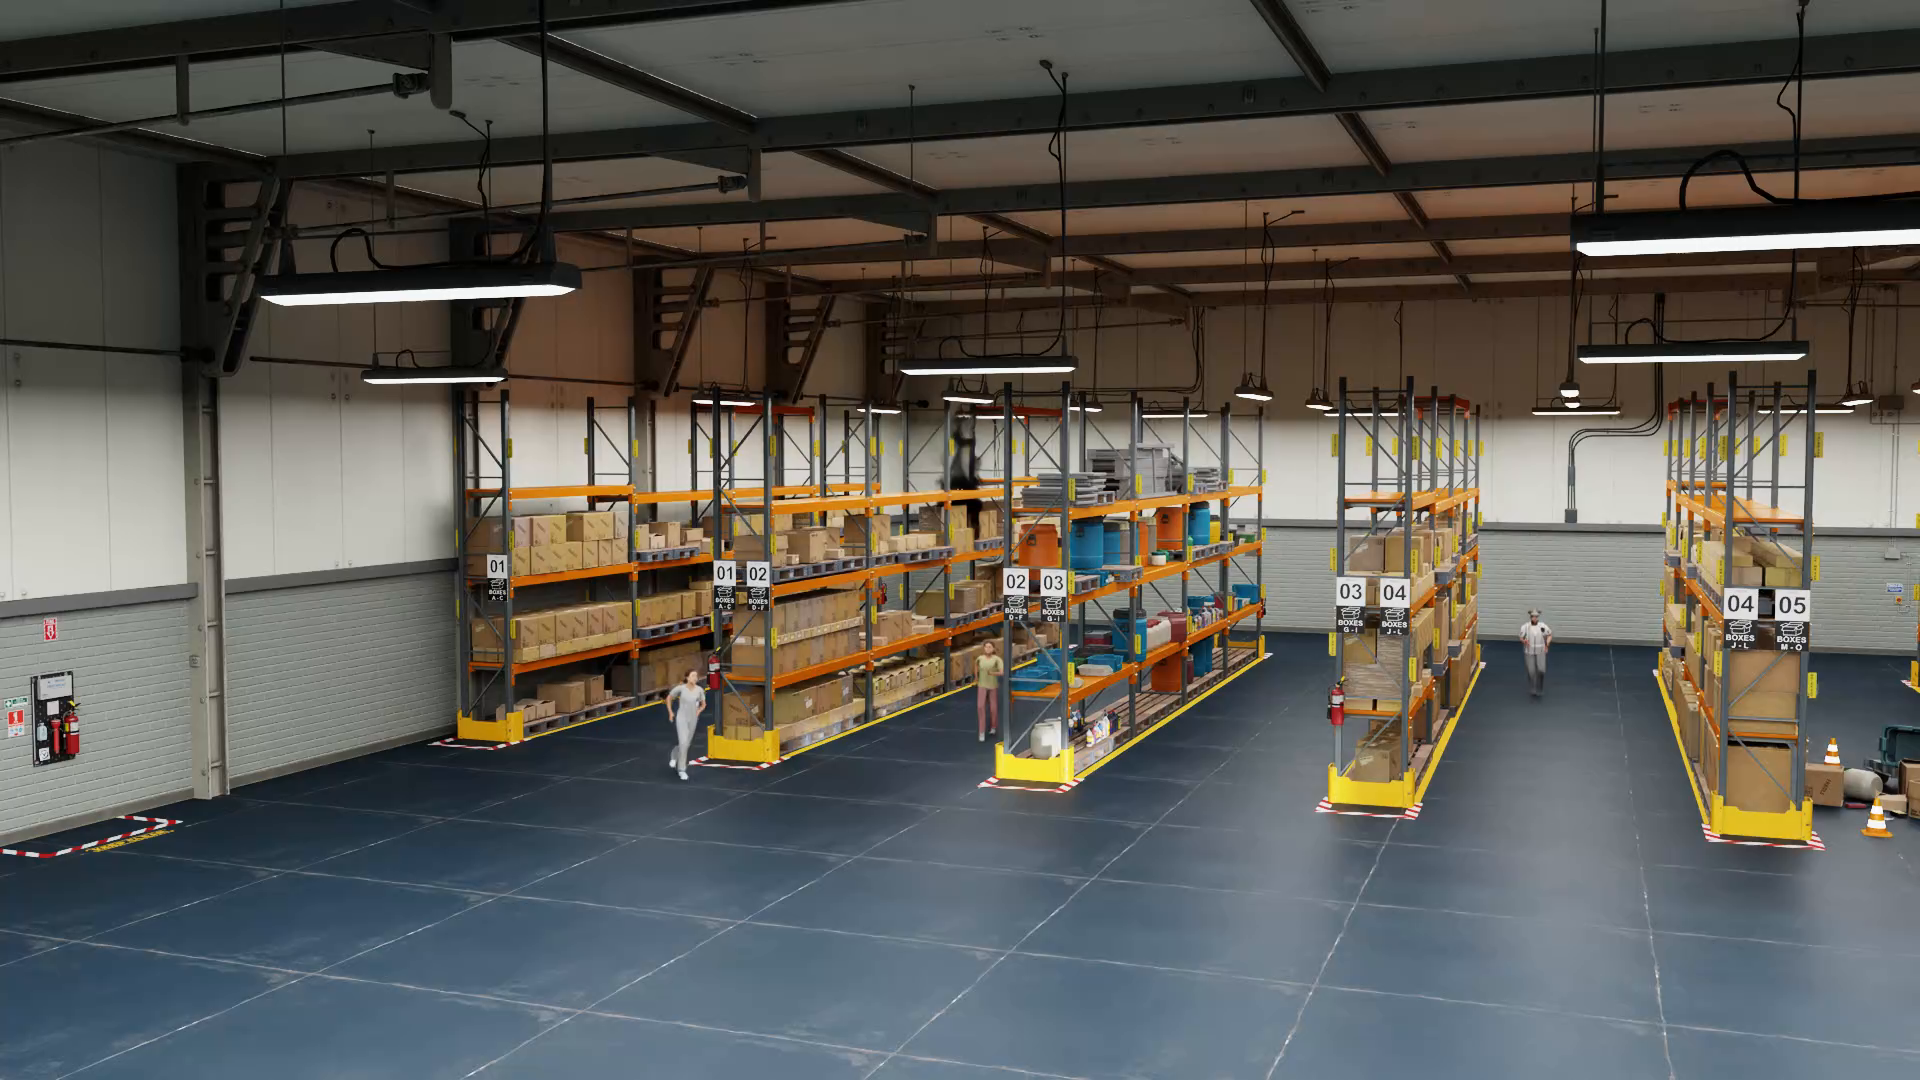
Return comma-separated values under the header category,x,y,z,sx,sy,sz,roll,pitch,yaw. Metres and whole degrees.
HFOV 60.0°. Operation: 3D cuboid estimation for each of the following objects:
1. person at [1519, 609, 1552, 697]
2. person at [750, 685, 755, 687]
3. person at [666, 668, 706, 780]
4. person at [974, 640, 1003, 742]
category,x,y,z,sx,sy,sz,roll,pitch,yaw
person,11.603,2.284,33.548,0.639,1.785,0.691,1,3,19
person,-3.856,2.398,31.483,0.654,1.752,0.922,0,3,9
person,-4.185,2.783,25.502,0.609,1.643,0.869,-2,4,-29
person,0.495,2.587,28.677,0.546,1.727,0.742,0,3,7
